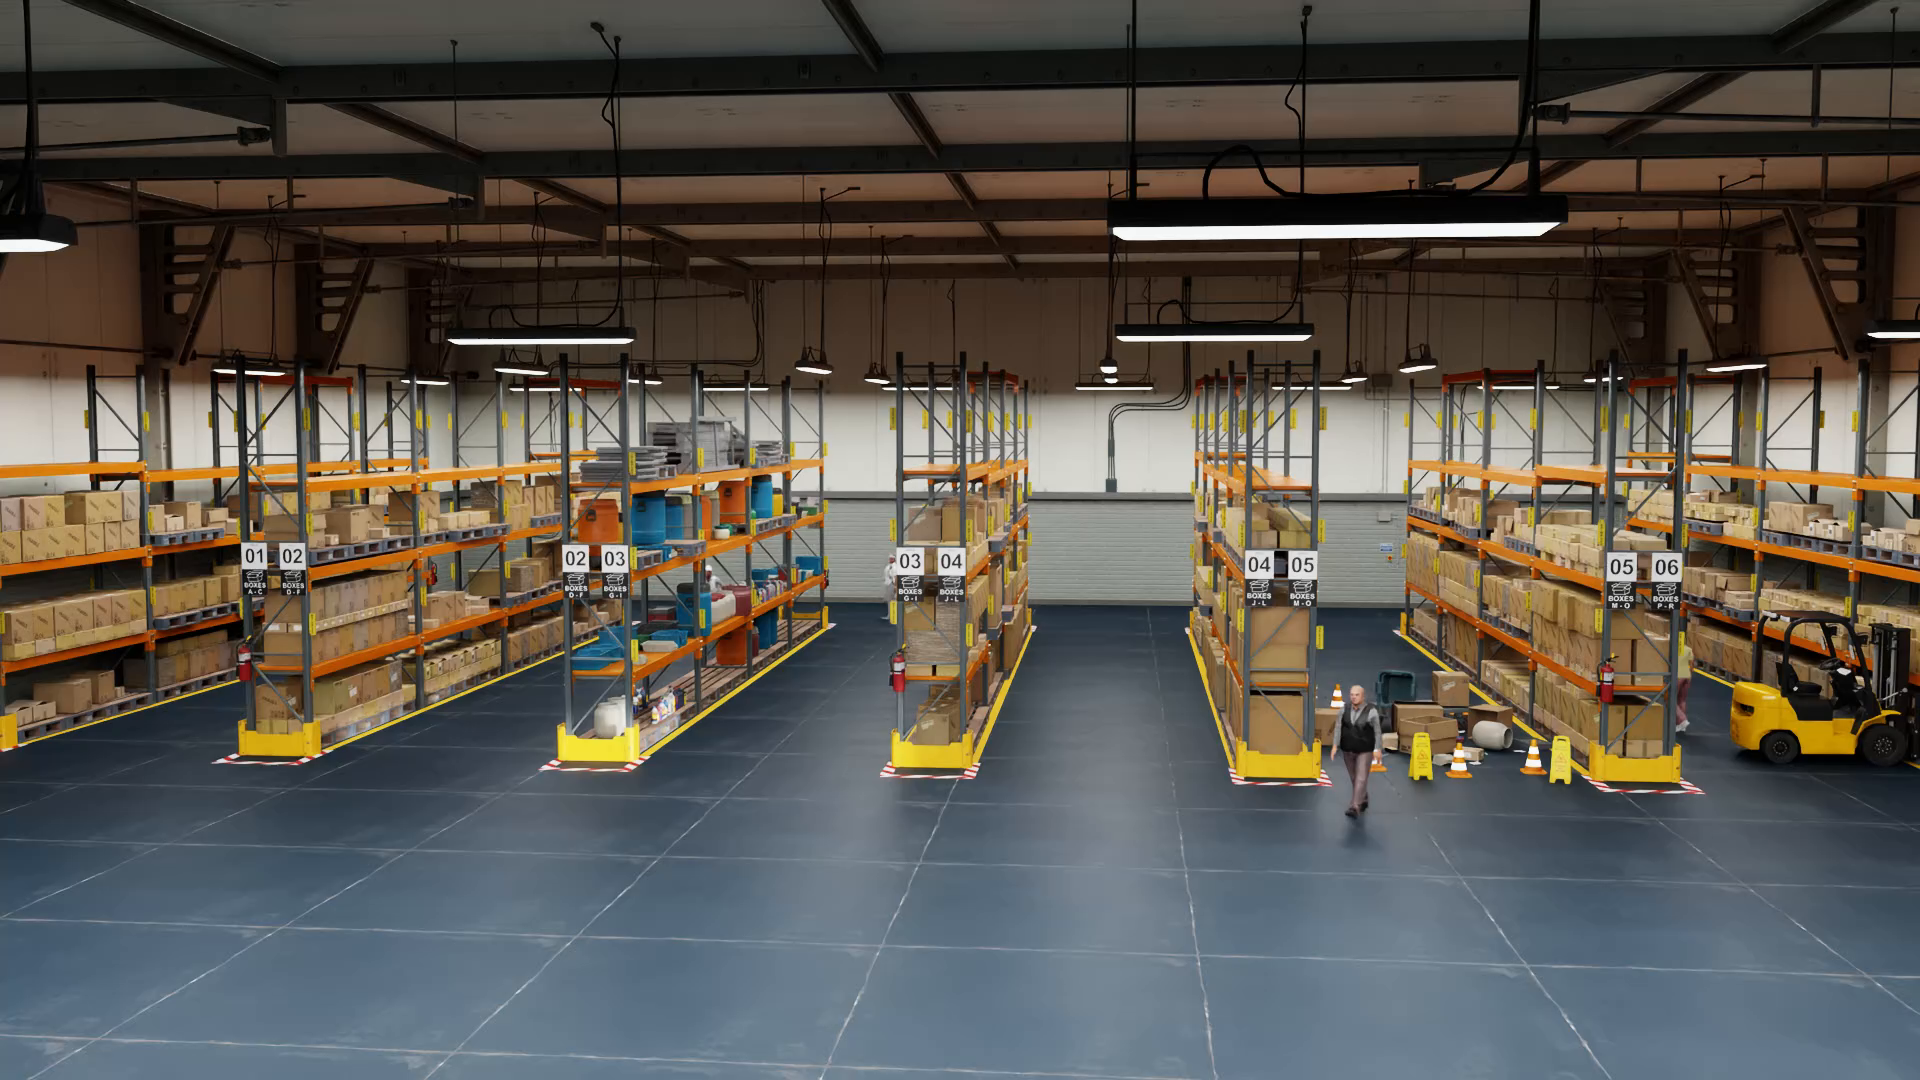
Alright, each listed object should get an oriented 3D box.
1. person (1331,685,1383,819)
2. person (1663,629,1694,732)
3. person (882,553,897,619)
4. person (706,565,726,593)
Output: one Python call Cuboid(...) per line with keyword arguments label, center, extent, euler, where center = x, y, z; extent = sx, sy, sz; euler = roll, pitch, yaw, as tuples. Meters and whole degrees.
Cuboid(label="person", center=(4.957, 2.661, 20.932), extent=(0.562, 1.660, 1.080), euler=(3, 5, 40))
Cuboid(label="person", center=(11.668, 2.279, 26.867), extent=(0.518, 1.646, 0.578), euler=(-1, 4, -18))
Cuboid(label="person", center=(-1.715, 1.158, 42.186), extent=(0.562, 1.678, 0.454), euler=(-2, 5, -26))
Cuboid(label="person", center=(-5.812, 1.406, 38.795), extent=(0.644, 1.682, 0.724), euler=(1, 4, 15))
